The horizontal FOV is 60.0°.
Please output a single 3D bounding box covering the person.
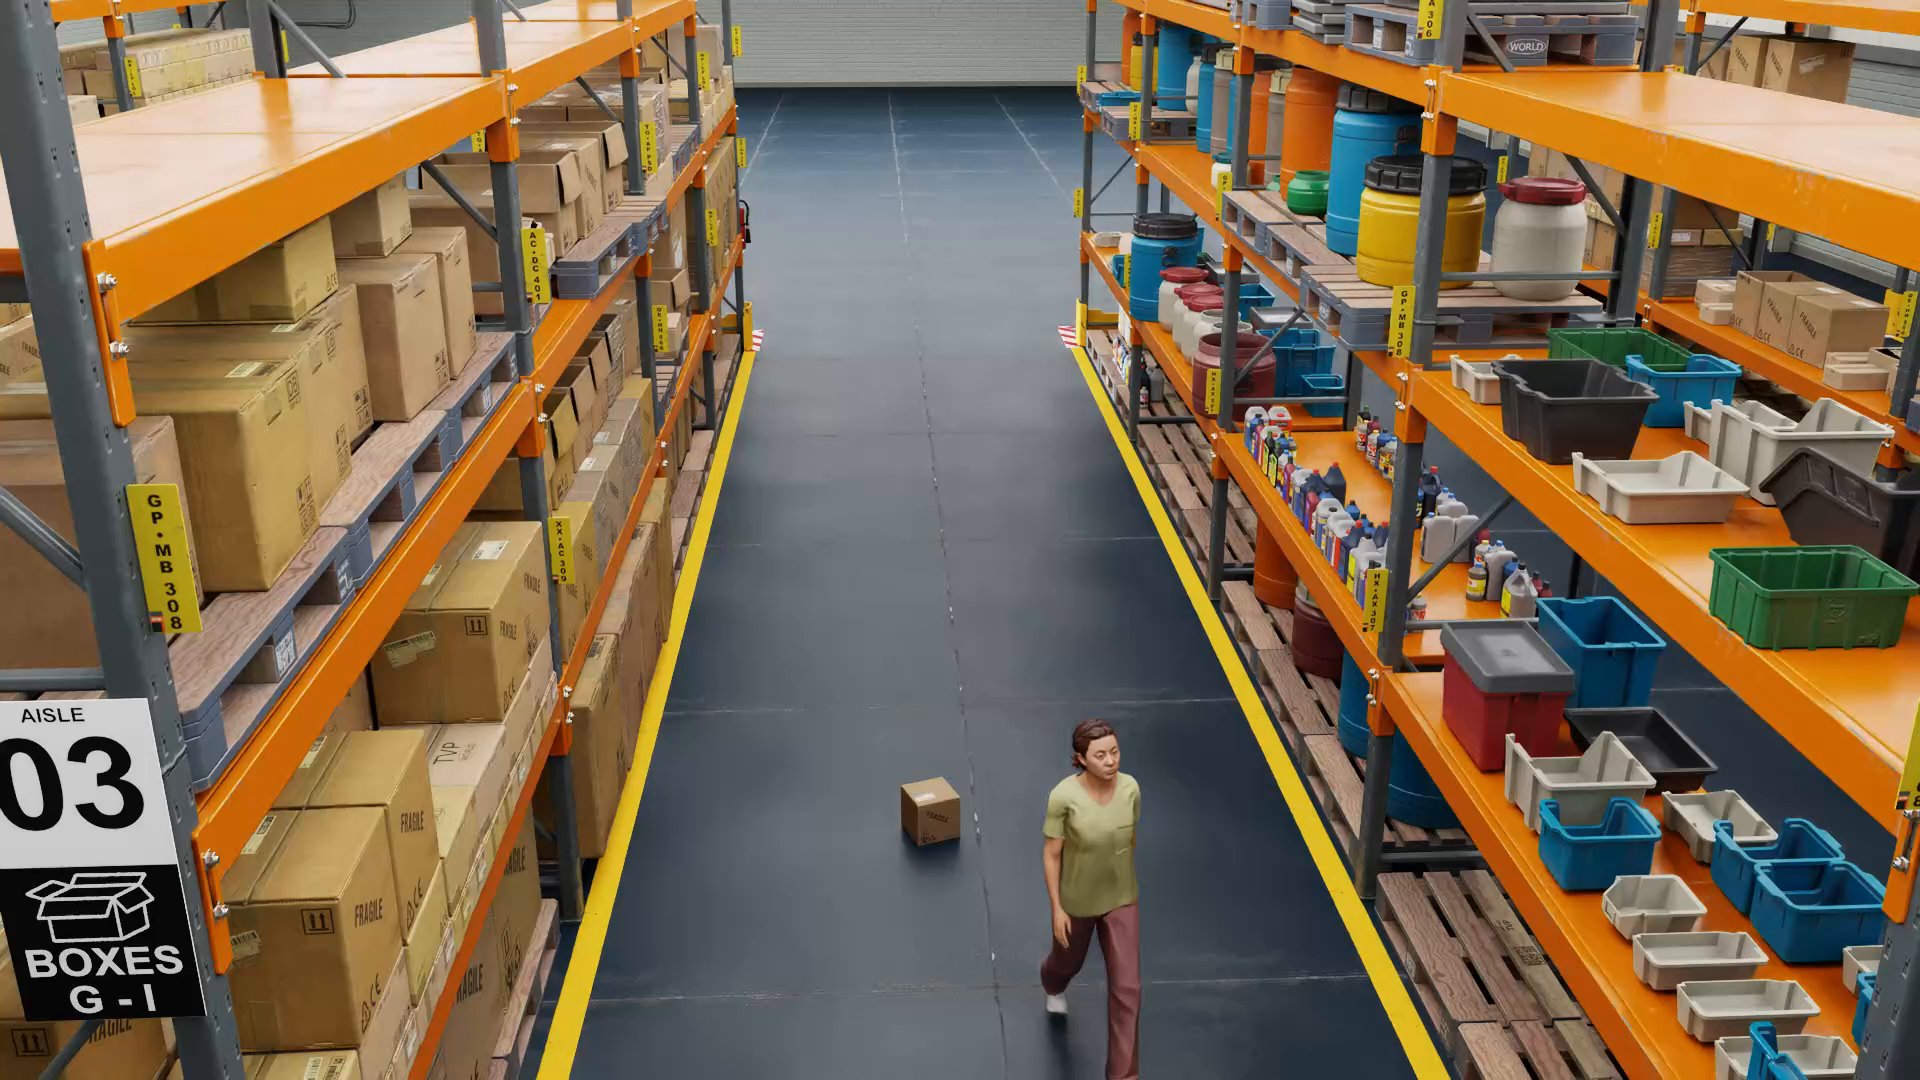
[{"bbox_3d":[0.563,1.514,7.029,0.445,1.623,0.997,-4,21,-10],"label":"person"}]
